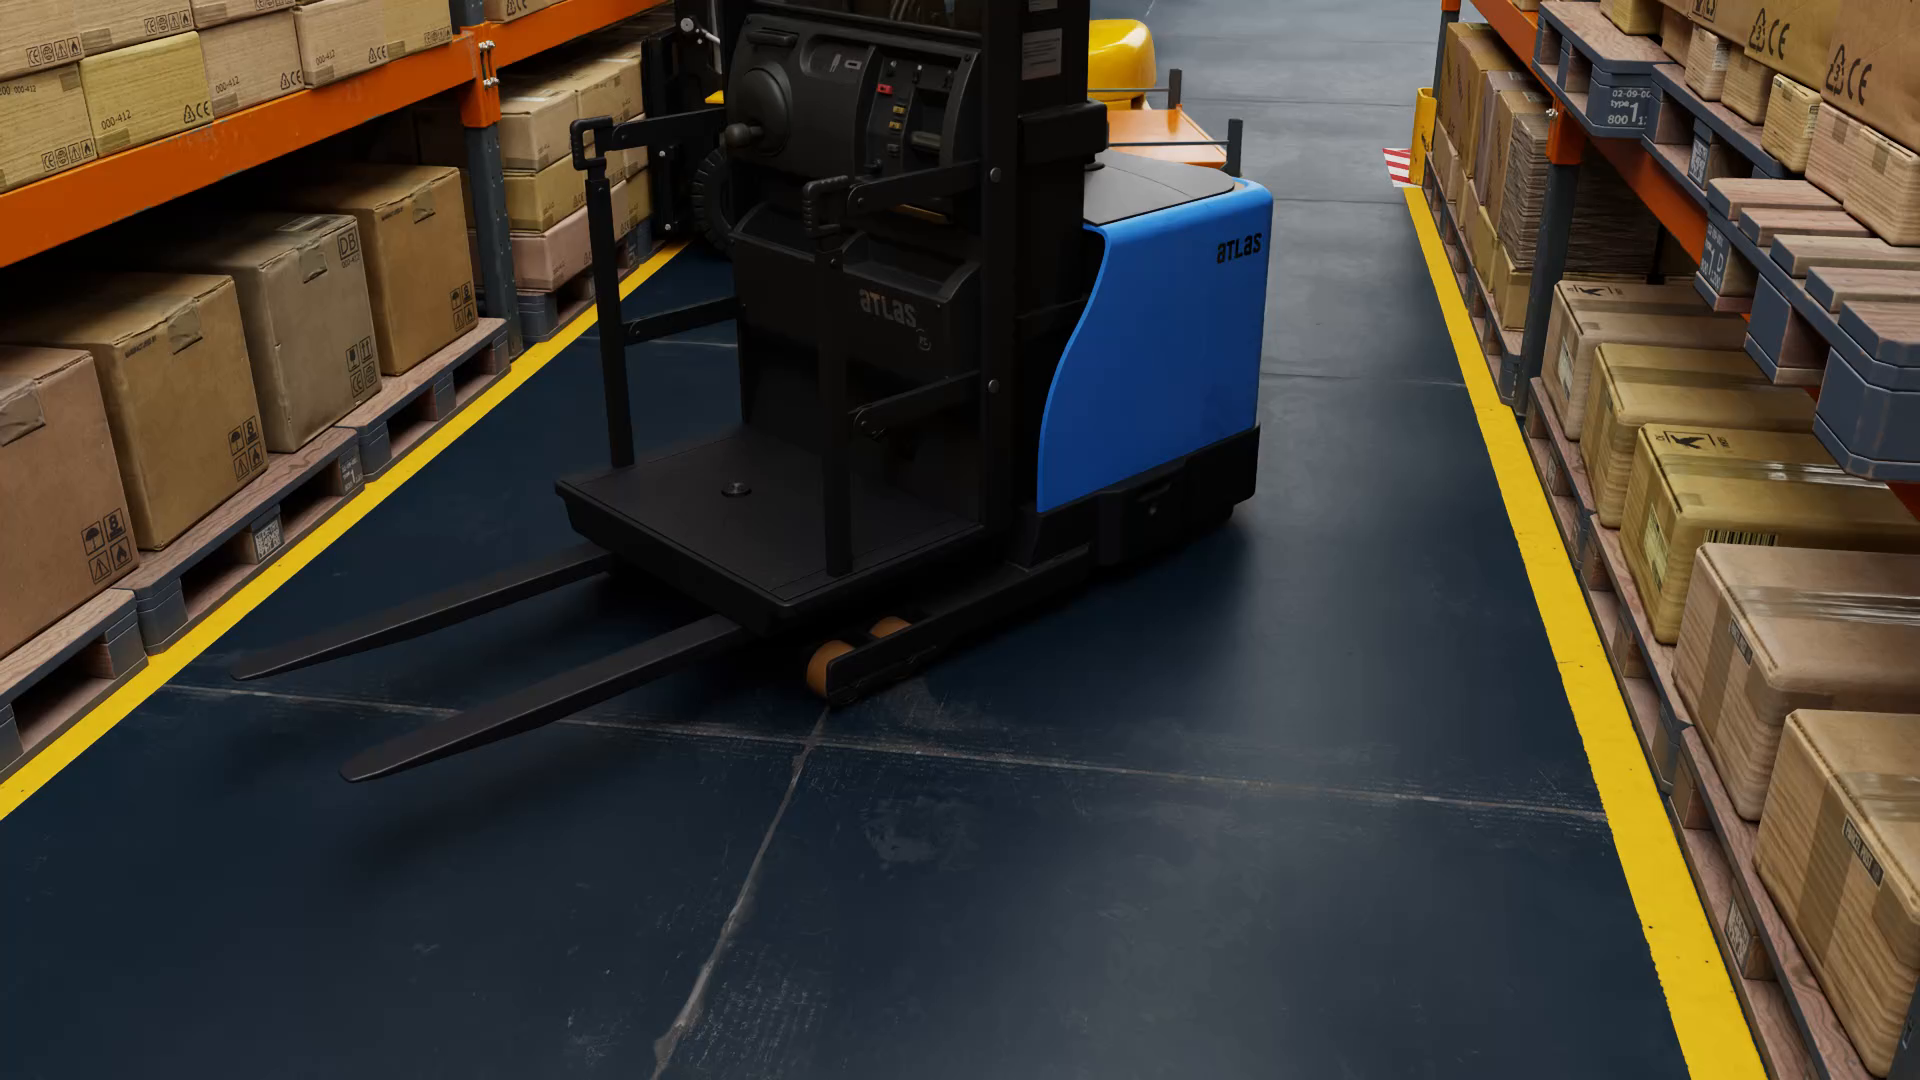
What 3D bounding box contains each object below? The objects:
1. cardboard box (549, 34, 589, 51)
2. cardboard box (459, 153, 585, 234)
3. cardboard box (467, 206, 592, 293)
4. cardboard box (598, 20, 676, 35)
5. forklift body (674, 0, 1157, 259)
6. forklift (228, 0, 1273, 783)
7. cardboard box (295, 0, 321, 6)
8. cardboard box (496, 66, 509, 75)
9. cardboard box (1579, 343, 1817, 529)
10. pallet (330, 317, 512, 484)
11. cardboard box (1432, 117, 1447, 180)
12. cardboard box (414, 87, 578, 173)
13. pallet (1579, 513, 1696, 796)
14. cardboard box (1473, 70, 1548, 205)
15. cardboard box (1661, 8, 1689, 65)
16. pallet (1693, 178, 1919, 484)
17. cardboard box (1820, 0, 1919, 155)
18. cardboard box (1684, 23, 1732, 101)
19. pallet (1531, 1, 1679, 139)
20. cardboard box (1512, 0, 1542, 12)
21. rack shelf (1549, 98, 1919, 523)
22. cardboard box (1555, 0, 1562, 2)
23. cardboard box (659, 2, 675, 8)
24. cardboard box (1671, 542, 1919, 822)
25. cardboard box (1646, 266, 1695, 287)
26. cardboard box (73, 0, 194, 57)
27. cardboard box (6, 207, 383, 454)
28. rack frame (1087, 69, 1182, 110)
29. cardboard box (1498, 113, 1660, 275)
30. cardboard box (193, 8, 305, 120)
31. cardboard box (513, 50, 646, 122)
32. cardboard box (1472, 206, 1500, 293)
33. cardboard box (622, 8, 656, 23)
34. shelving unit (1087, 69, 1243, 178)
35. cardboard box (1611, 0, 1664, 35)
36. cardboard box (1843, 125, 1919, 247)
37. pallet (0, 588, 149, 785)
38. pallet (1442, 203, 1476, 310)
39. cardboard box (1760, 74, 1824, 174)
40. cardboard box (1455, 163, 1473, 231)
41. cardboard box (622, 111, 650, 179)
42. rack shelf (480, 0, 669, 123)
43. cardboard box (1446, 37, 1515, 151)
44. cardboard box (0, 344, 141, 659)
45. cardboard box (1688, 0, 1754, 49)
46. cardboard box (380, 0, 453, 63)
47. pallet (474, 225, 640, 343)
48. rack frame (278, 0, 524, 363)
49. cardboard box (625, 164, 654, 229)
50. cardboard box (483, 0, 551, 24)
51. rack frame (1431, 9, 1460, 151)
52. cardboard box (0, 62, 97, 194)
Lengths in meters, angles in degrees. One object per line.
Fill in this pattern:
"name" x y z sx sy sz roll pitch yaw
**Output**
"cardboard box" -2.186 -2.396 8.399 0.500 0.250 0.500 4 25 8
"cardboard box" -1.930 -1.497 7.068 0.500 0.250 0.500 4 25 8
"cardboard box" -1.908 -1.269 7.170 0.500 0.250 0.500 4 25 9
"cardboard box" -1.578 -2.575 8.782 0.500 0.250 0.500 4 25 9
"forklift body" -0.170 -2.514 8.083 2.313 2.155 1.214 4 25 9
"forklift" -0.454 -1.145 4.239 3.031 2.935 1.130 -22 33 -39
"cardboard box" -2.219 -1.864 5.282 0.500 0.250 0.500 3 25 7
"cardboard box" -2.356 -1.974 7.499 0.500 0.250 0.500 4 25 8
"cardboard box" 2.386 -0.282 4.918 0.950 0.372 0.625 6 26 12
"pallet" -2.396 -0.571 6.220 1.003 0.211 1.213 4 25 9
"cardboard box" 2.833 -2.102 8.950 0.500 0.250 0.500 4 25 8
"cardboard box" -1.925 -1.723 6.961 0.500 0.250 0.500 4 25 8
"pallet" 2.261 0.298 4.364 1.003 0.211 1.213 4 25 9
"cardboard box" 2.579 -1.779 7.376 0.500 0.500 0.500 5 26 11
"cardboard box" 2.078 -1.337 4.369 0.380 0.149 0.250 4 25 9
"pallet" 1.941 -0.348 2.681 1.213 0.211 1.003 4 25 9
"cardboard box" 1.804 -0.926 2.726 0.500 0.500 0.500 4 25 8
"cardboard box" 1.941 -1.126 3.919 0.380 0.149 0.250 5 26 11
"pallet" 2.315 -1.406 4.941 1.003 0.211 1.213 4 25 9
"cardboard box" 2.498 -2.269 6.856 0.380 0.149 0.250 4 25 8
"rack shelf" 2.257 -0.640 3.927 1.077 0.370 4.000 4 25 9
"cardboard box" 2.335 -1.844 5.948 0.380 0.149 0.250 4 25 8
"cardboard box" -1.428 -3.001 9.692 0.500 0.250 0.500 5 26 10
"cardboard box" 2.145 0.326 3.620 0.950 0.372 0.625 4 25 8
"cardboard box" 2.946 -0.975 6.543 0.500 0.250 0.500 3 25 6
"cardboard box" -2.409 -1.441 4.378 0.500 0.250 0.500 4 25 9
"cardboard box" -2.522 -0.716 5.548 0.875 0.625 0.625 4 25 8
"rack frame" 0.625 -1.342 6.790 0.500 1.125 0.032 -2 25 -4
"cardboard box" 2.416 -1.353 6.465 0.500 0.500 0.500 4 25 8
"cardboard box" -2.326 -1.432 4.947 0.500 0.250 0.500 4 25 9
"cardboard box" -1.762 -2.145 7.863 0.500 0.250 0.500 5 26 10
"cardboard box" 2.492 -1.236 7.101 0.500 0.250 0.500 3 25 7
"cardboard box" -2.004 -2.818 9.301 0.500 0.250 0.500 4 25 9
"shelving unit" 0.668 -1.127 6.331 0.538 1.125 1.048 -2 25 -4
"cardboard box" 2.132 -1.566 4.857 0.380 0.149 0.250 5 25 10
"cardboard box" 1.721 -0.585 2.762 0.380 0.149 0.250 4 25 8
"pallet" -2.795 0.450 4.040 1.003 0.211 1.213 4 25 9
"pallet" 2.856 -1.334 7.852 1.003 0.211 1.213 4 25 9
"cardboard box" 1.801 -0.806 3.234 0.380 0.149 0.250 4 25 9
"cardboard box" 2.665 -1.660 8.006 0.500 0.250 0.500 6 26 12
"cardboard box" -1.756 -1.917 7.966 0.500 0.250 0.500 4 25 8
"rack shelf" -1.987 -2.655 8.233 1.077 0.370 4.000 4 25 9
"cardboard box" 2.748 -2.213 8.302 0.500 0.500 0.500 3 25 7
"cardboard box" -2.753 -0.120 4.274 0.875 0.625 0.625 5 26 10
"cardboard box" 1.975 -1.365 3.664 0.500 0.500 0.500 3 25 6
"cardboard box" -2.138 -1.848 5.836 0.500 0.250 0.500 5 25 10
"pallet" -2.143 -1.211 7.589 1.003 0.211 1.213 4 25 9
"rack frame" -2.314 -2.145 6.293 1.000 3.000 0.127 4 25 9
"cardboard box" -1.772 -1.698 8.088 0.500 0.250 0.500 4 25 9
"cardboard box" -1.984 -2.357 6.630 0.500 0.500 0.500 3 25 7
"rack frame" 3.237 -3.475 9.136 1.000 3.000 0.127 4 25 9
"cardboard box" -2.490 -0.998 4.021 0.500 0.250 0.500 3 25 7
